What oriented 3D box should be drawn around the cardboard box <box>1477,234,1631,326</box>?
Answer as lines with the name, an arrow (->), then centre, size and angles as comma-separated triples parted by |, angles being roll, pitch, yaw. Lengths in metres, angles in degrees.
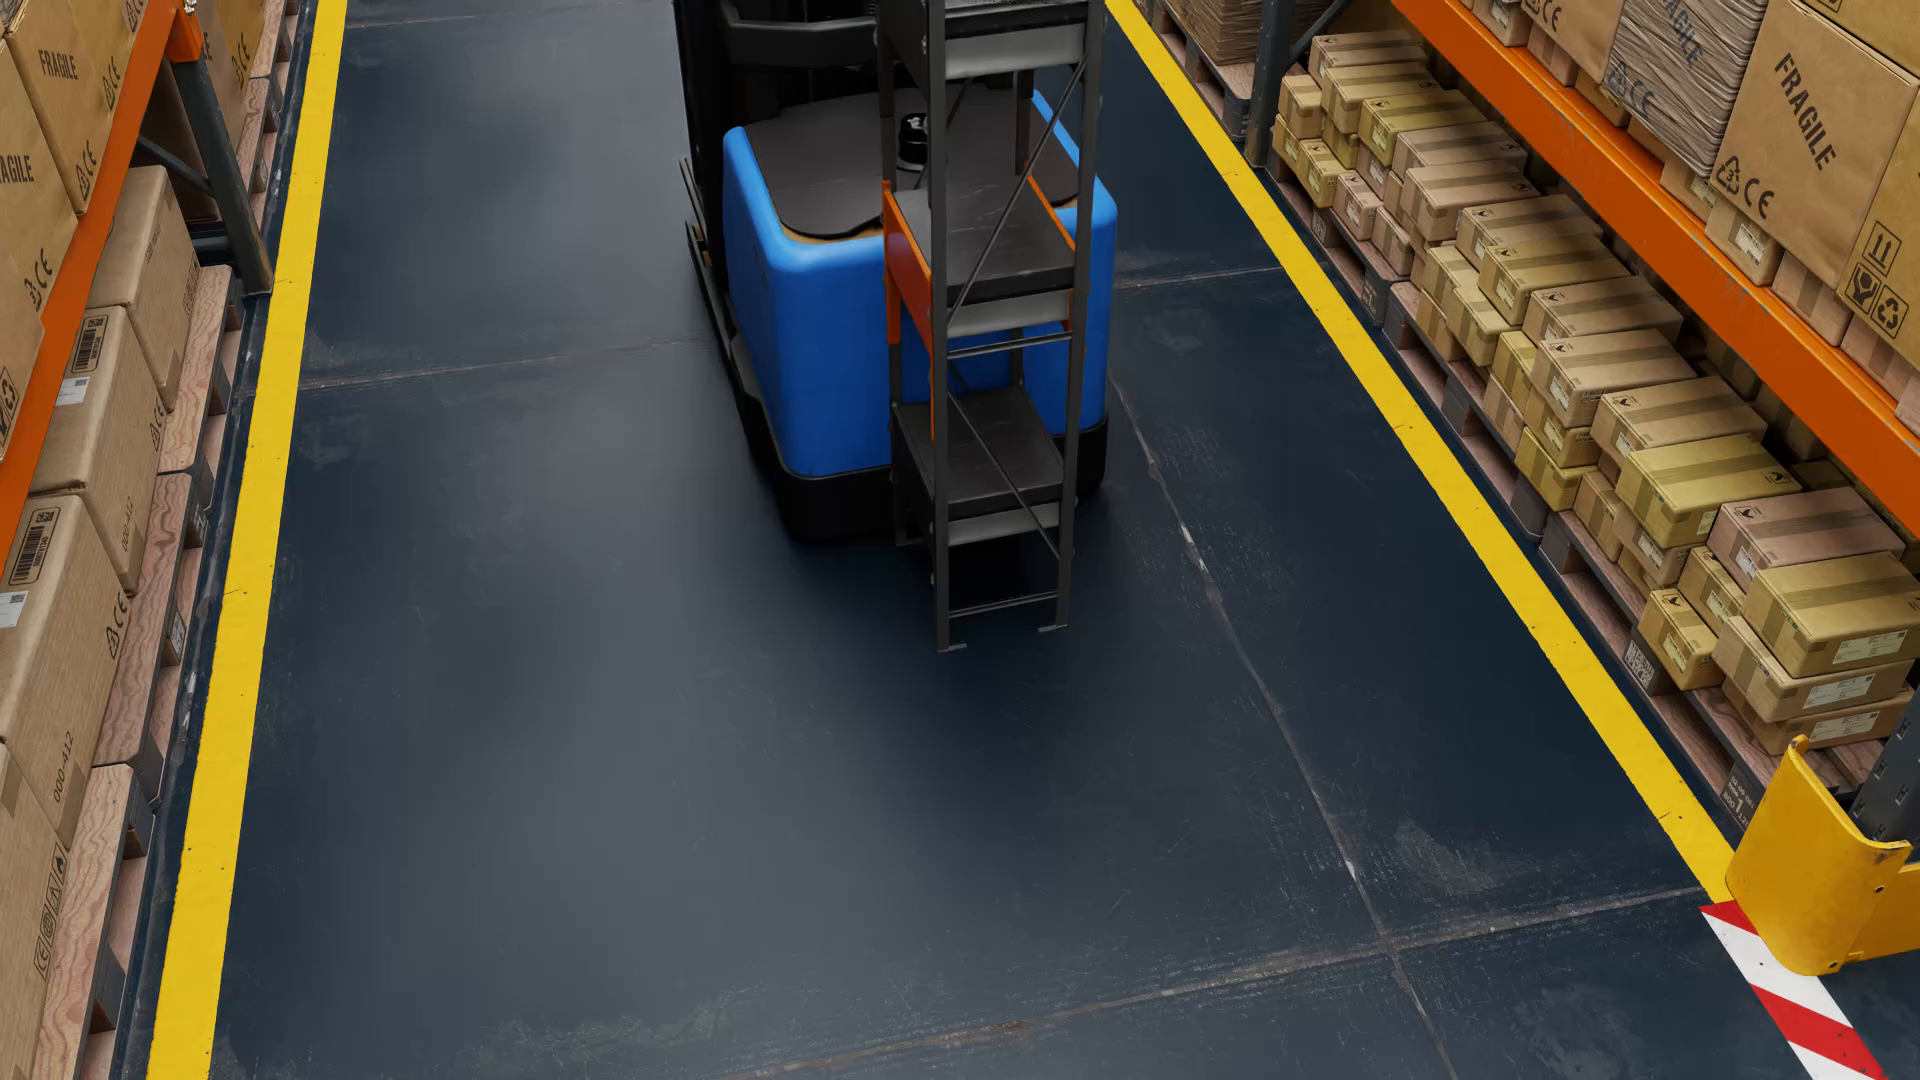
cardboard box -> 1.893, -0.832, 5.311 | 0.380, 0.149, 0.250 | -8, 42, -9

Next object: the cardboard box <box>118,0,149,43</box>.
cardboard box -> -2.753, -1.787, 4.928 | 0.500, 0.500, 0.500 | -8, 42, -9

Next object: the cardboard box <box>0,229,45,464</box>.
cardboard box -> -2.292, -0.467, 3.441 | 0.500, 0.500, 0.500 | -9, 42, -10

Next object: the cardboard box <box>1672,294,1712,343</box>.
cardboard box -> 2.487, -0.748, 5.216 | 0.380, 0.149, 0.250 | -8, 42, -9

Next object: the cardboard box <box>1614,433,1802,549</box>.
cardboard box -> 2.032, -0.137, 4.528 | 0.380, 0.149, 0.250 | -9, 42, -10

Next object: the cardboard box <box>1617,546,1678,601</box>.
cardboard box -> 2.127, 0.066, 4.747 | 0.380, 0.149, 0.250 | -9, 42, -9

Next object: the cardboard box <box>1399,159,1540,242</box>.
cardboard box -> 1.739, -1.163, 5.683 | 0.380, 0.149, 0.250 | -7, 42, -8

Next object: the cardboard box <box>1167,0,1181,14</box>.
cardboard box -> 1.192, -2.787, 7.697 | 0.500, 0.500, 0.500 | -9, 42, -10

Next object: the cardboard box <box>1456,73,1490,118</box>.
cardboard box -> 2.133, -1.749, 6.343 | 0.380, 0.149, 0.250 | -8, 42, -9

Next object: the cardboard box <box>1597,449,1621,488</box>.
cardboard box -> 2.108, -0.225, 4.851 | 0.380, 0.149, 0.250 | -9, 42, -10

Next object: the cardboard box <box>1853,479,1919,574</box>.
cardboard box -> 2.614, -0.059, 4.440 | 0.380, 0.149, 0.250 | -8, 42, -9

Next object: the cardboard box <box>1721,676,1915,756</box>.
cardboard box -> 2.255, 0.402, 4.369 | 0.380, 0.149, 0.250 | -8, 42, -9

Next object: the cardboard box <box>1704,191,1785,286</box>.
cardboard box -> 2.062, -0.762, 4.038 | 0.380, 0.149, 0.250 | -7, 42, -8

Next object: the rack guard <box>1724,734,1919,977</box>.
rack guard -> 2.555, 0.690, 4.096 | 1.175, 0.500, 0.348 | -8, 42, -9

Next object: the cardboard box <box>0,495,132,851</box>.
cardboard box -> -2.686, 0.375, 4.182 | 0.875, 0.438, 0.875 | -7, 42, -8

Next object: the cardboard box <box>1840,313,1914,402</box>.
cardboard box -> 2.208, -0.439, 3.674 | 0.380, 0.149, 0.250 | -8, 42, -9

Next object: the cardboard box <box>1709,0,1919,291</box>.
cardboard box -> 2.117, -0.933, 3.743 | 0.500, 0.500, 0.500 | -9, 42, -10

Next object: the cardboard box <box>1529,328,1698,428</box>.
cardboard box -> 1.926, -0.480, 4.914 | 0.380, 0.149, 0.250 | -7, 42, -8

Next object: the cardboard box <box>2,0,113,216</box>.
cardboard box -> -2.514, -1.131, 4.189 | 0.500, 0.500, 0.500 | -9, 42, -10

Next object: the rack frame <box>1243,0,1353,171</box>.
rack frame -> 1.708, -2.789, 6.132 | 1.000, 3.000, 0.127 | -8, 42, -9

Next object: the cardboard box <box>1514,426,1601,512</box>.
cardboard box -> 1.945, -0.248, 5.101 | 0.380, 0.149, 0.250 | -10, 43, -11

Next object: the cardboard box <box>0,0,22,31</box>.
cardboard box -> -2.511, -1.500, 3.852 | 0.500, 0.500, 0.500 | -8, 42, -9

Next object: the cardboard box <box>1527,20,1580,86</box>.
cardboard box -> 1.885, -1.450, 4.814 | 0.380, 0.149, 0.250 | -7, 42, -8

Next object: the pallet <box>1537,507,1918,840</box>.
pallet -> 2.415, 0.266, 4.791 | 1.003, 0.211, 1.213 | -8, 42, -9

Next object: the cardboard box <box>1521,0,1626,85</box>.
cardboard box -> 1.901, -1.585, 4.477 | 0.500, 0.500, 0.500 | -6, 42, -7

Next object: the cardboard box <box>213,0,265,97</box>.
cardboard box -> -3.518, -2.351, 6.923 | 0.875, 0.875, 0.875 | -7, 42, -8

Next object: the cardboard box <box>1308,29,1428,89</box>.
cardboard box -> 1.581, -1.849, 6.456 | 0.380, 0.149, 0.250 | -7, 42, -8

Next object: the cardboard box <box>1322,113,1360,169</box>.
cardboard box -> 1.617, -1.559, 6.353 | 0.380, 0.149, 0.250 | -8, 42, -9

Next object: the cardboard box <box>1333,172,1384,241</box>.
cardboard box -> 1.635, -1.271, 6.254 | 0.380, 0.149, 0.250 | -9, 42, -9

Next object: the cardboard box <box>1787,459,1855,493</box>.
cardboard box -> 2.566, -0.106, 4.717 | 0.380, 0.149, 0.250 | -8, 42, -9

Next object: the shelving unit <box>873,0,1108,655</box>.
shelving unit -> 0.058, -0.646, 4.396 | 0.431, 2.100, 0.503 | -11, 43, -12

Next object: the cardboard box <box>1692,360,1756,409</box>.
cardboard box -> 2.467, -0.446, 5.100 | 0.380, 0.149, 0.250 | -10, 43, -11

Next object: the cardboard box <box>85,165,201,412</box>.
cardboard box -> -3.072, -0.790, 5.494 | 0.875, 0.438, 0.875 | -9, 42, -10

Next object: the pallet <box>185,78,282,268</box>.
pallet -> -3.343, -1.460, 6.736 | 1.003, 0.211, 1.213 | -8, 42, -9

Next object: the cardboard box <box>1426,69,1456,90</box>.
cardboard box -> 2.087, -1.832, 6.661 | 0.380, 0.149, 0.250 | -8, 42, -8

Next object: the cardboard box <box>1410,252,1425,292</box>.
cardboard box -> 1.831, -0.944, 5.886 | 0.380, 0.149, 0.250 | -10, 43, -11

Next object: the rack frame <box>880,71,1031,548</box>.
rack frame -> -0.010, -0.801, 4.571 | 0.400, 2.100, 0.015 | -11, 43, -12

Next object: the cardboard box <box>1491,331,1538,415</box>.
cardboard box -> 1.904, -0.538, 5.204 | 0.380, 0.149, 0.250 | -6, 42, -7

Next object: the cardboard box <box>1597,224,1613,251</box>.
cardboard box -> 2.303, -0.972, 5.692 | 0.380, 0.149, 0.250 | -10, 43, -11

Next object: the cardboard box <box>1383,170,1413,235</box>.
cardboard box -> 1.760, -1.230, 5.984 | 0.380, 0.149, 0.250 | -10, 43, -11

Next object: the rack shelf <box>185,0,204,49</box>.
rack shelf -> -3.535, -3.041, 6.958 | 1.077, 0.370, 4.000 | -8, 42, -9

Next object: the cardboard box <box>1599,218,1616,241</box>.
cardboard box -> 2.393, -1.074, 5.583 | 0.380, 0.149, 0.250 | -10, 43, -11

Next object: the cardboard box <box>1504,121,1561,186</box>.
cardboard box -> 2.174, -1.409, 5.961 | 0.380, 0.149, 0.250 | -7, 42, -8

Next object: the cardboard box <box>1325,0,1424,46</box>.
cardboard box -> 1.808, -2.528, 7.405 | 0.500, 0.500, 0.500 | -7, 42, -8

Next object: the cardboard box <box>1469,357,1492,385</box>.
cardboard box -> 1.924, -0.603, 5.501 | 0.380, 0.149, 0.250 | -7, 42, -8

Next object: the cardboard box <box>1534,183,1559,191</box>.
cardboard box -> 2.191, -1.311, 6.074 | 0.380, 0.149, 0.250 | -8, 42, -9

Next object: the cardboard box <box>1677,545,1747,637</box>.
cardboard box -> 2.175, 0.124, 4.458 | 0.380, 0.149, 0.250 | -9, 42, -10

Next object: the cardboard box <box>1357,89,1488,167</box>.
cardboard box -> 1.685, -1.505, 6.069 | 0.380, 0.149, 0.250 | -9, 42, -10

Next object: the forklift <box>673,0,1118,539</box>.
forklift -> -0.425, -2.090, 5.397 | 1.130, 2.935, 3.031 | -11, 43, -12

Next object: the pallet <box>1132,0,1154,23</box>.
pallet -> 1.272, -3.043, 8.519 | 1.003, 0.211, 1.213 | -8, 42, -9

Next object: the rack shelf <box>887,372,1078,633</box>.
rack shelf -> 0.058, -0.112, 4.869 | 0.431, 0.518, 0.480 | -11, 43, -12

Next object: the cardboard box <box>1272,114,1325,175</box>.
cardboard box -> 1.473, -1.597, 6.621 | 0.380, 0.149, 0.250 | -10, 43, -11

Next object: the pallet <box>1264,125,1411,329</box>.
pallet -> 1.888, -1.315, 6.573 | 1.003, 0.211, 1.213 | -8, 42, -9

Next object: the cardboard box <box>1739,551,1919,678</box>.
cardboard box -> 2.210, 0.184, 4.166 | 0.380, 0.149, 0.250 | -8, 42, -9

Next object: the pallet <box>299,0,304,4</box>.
pallet -> -3.870, -3.042, 8.518 | 1.003, 0.211, 1.213 | -8, 42, -9

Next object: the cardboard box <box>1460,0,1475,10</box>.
cardboard box -> 1.731, -1.792, 5.199 | 0.380, 0.149, 0.250 | -8, 42, -8

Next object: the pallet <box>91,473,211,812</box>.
pallet -> -2.749, 0.326, 4.724 | 1.003, 0.211, 1.213 | -8, 42, -9

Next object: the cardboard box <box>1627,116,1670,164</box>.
cardboard box -> 2.033, -1.120, 4.442 | 0.380, 0.149, 0.250 | -10, 43, -11

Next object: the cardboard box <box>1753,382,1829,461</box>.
cardboard box -> 2.550, -0.389, 4.812 | 0.380, 0.149, 0.250 | -10, 43, -11

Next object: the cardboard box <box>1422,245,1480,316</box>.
cardboard box -> 1.789, -0.876, 5.585 | 0.380, 0.149, 0.250 | -9, 42, -10
